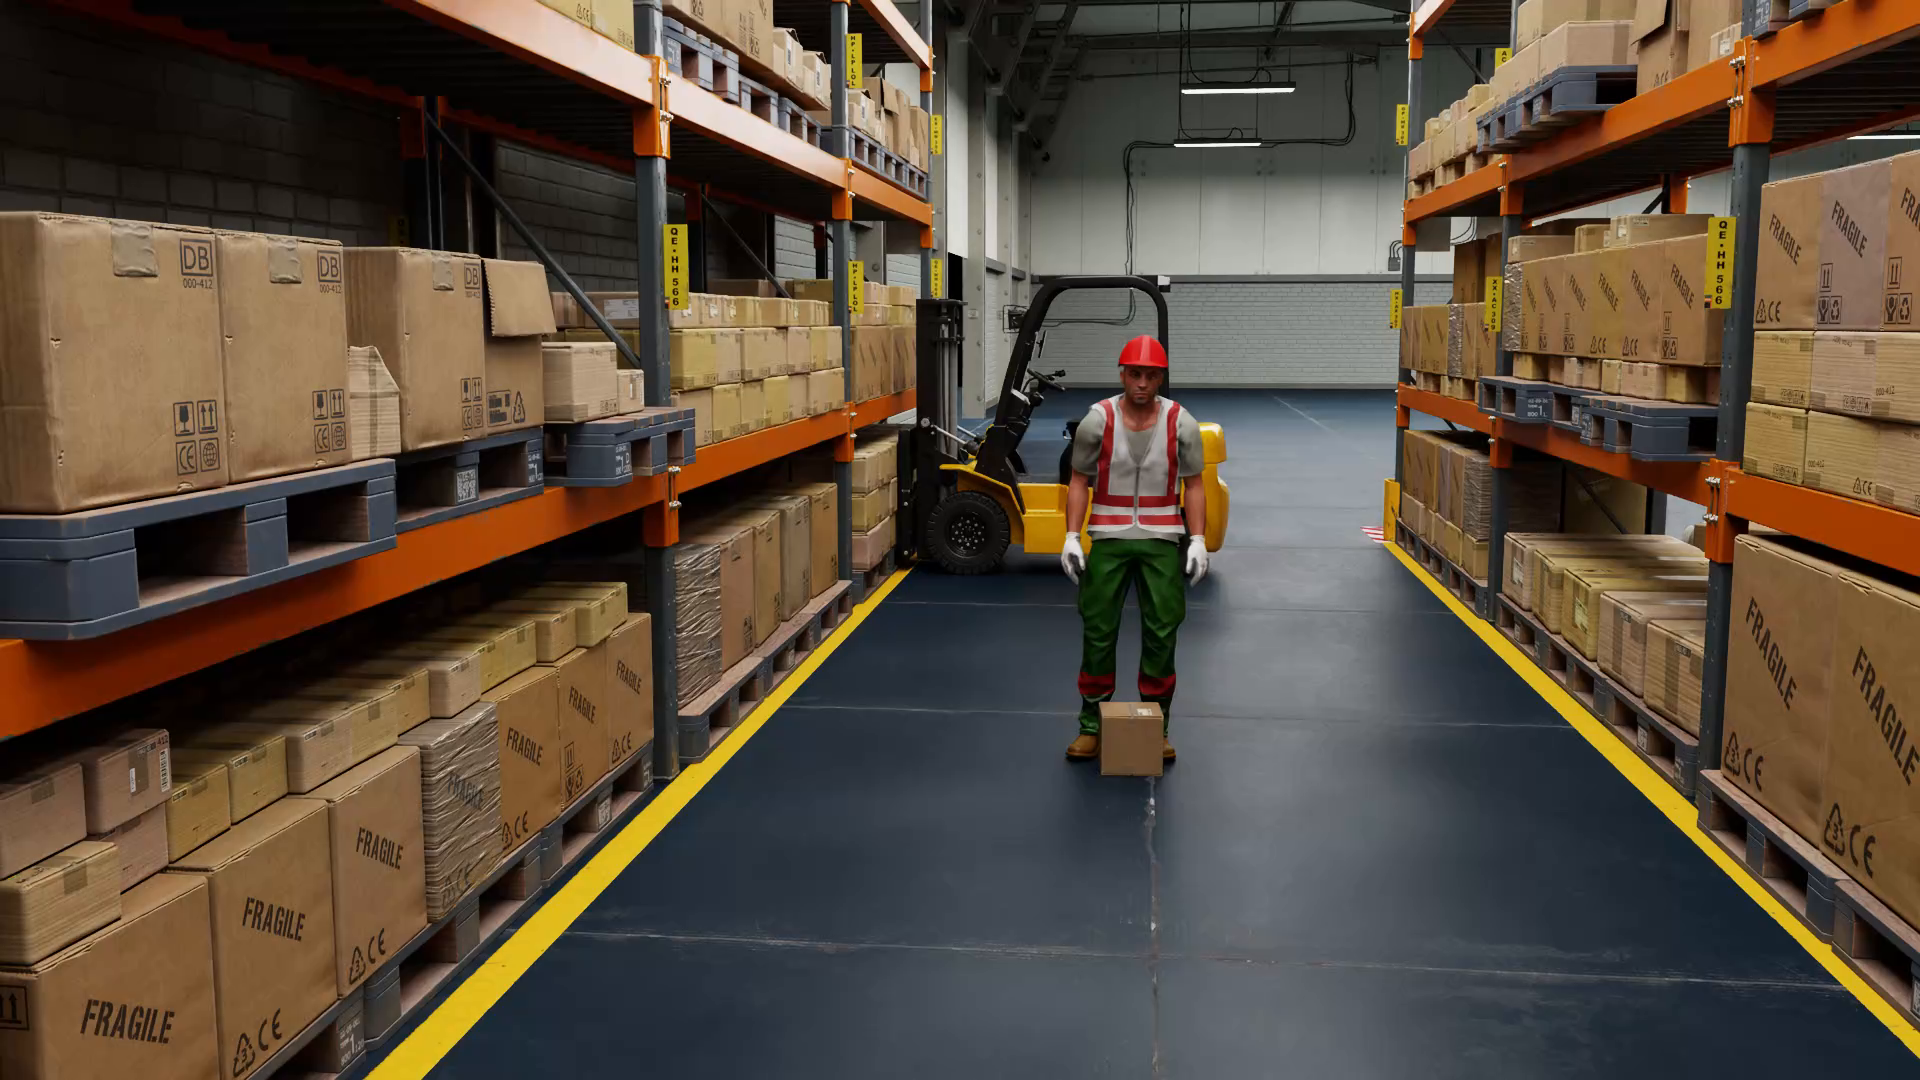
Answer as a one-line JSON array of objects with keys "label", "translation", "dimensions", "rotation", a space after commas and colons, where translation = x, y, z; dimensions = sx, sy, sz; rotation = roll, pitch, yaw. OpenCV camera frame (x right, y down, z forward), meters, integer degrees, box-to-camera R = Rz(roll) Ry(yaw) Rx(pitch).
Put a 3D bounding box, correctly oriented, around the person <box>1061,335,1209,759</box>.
[{"label": "person", "translation": [0.734, 0.033, 6.977], "dimensions": [0.620, 1.779, 0.454], "rotation": [1, 8, 5]}]
